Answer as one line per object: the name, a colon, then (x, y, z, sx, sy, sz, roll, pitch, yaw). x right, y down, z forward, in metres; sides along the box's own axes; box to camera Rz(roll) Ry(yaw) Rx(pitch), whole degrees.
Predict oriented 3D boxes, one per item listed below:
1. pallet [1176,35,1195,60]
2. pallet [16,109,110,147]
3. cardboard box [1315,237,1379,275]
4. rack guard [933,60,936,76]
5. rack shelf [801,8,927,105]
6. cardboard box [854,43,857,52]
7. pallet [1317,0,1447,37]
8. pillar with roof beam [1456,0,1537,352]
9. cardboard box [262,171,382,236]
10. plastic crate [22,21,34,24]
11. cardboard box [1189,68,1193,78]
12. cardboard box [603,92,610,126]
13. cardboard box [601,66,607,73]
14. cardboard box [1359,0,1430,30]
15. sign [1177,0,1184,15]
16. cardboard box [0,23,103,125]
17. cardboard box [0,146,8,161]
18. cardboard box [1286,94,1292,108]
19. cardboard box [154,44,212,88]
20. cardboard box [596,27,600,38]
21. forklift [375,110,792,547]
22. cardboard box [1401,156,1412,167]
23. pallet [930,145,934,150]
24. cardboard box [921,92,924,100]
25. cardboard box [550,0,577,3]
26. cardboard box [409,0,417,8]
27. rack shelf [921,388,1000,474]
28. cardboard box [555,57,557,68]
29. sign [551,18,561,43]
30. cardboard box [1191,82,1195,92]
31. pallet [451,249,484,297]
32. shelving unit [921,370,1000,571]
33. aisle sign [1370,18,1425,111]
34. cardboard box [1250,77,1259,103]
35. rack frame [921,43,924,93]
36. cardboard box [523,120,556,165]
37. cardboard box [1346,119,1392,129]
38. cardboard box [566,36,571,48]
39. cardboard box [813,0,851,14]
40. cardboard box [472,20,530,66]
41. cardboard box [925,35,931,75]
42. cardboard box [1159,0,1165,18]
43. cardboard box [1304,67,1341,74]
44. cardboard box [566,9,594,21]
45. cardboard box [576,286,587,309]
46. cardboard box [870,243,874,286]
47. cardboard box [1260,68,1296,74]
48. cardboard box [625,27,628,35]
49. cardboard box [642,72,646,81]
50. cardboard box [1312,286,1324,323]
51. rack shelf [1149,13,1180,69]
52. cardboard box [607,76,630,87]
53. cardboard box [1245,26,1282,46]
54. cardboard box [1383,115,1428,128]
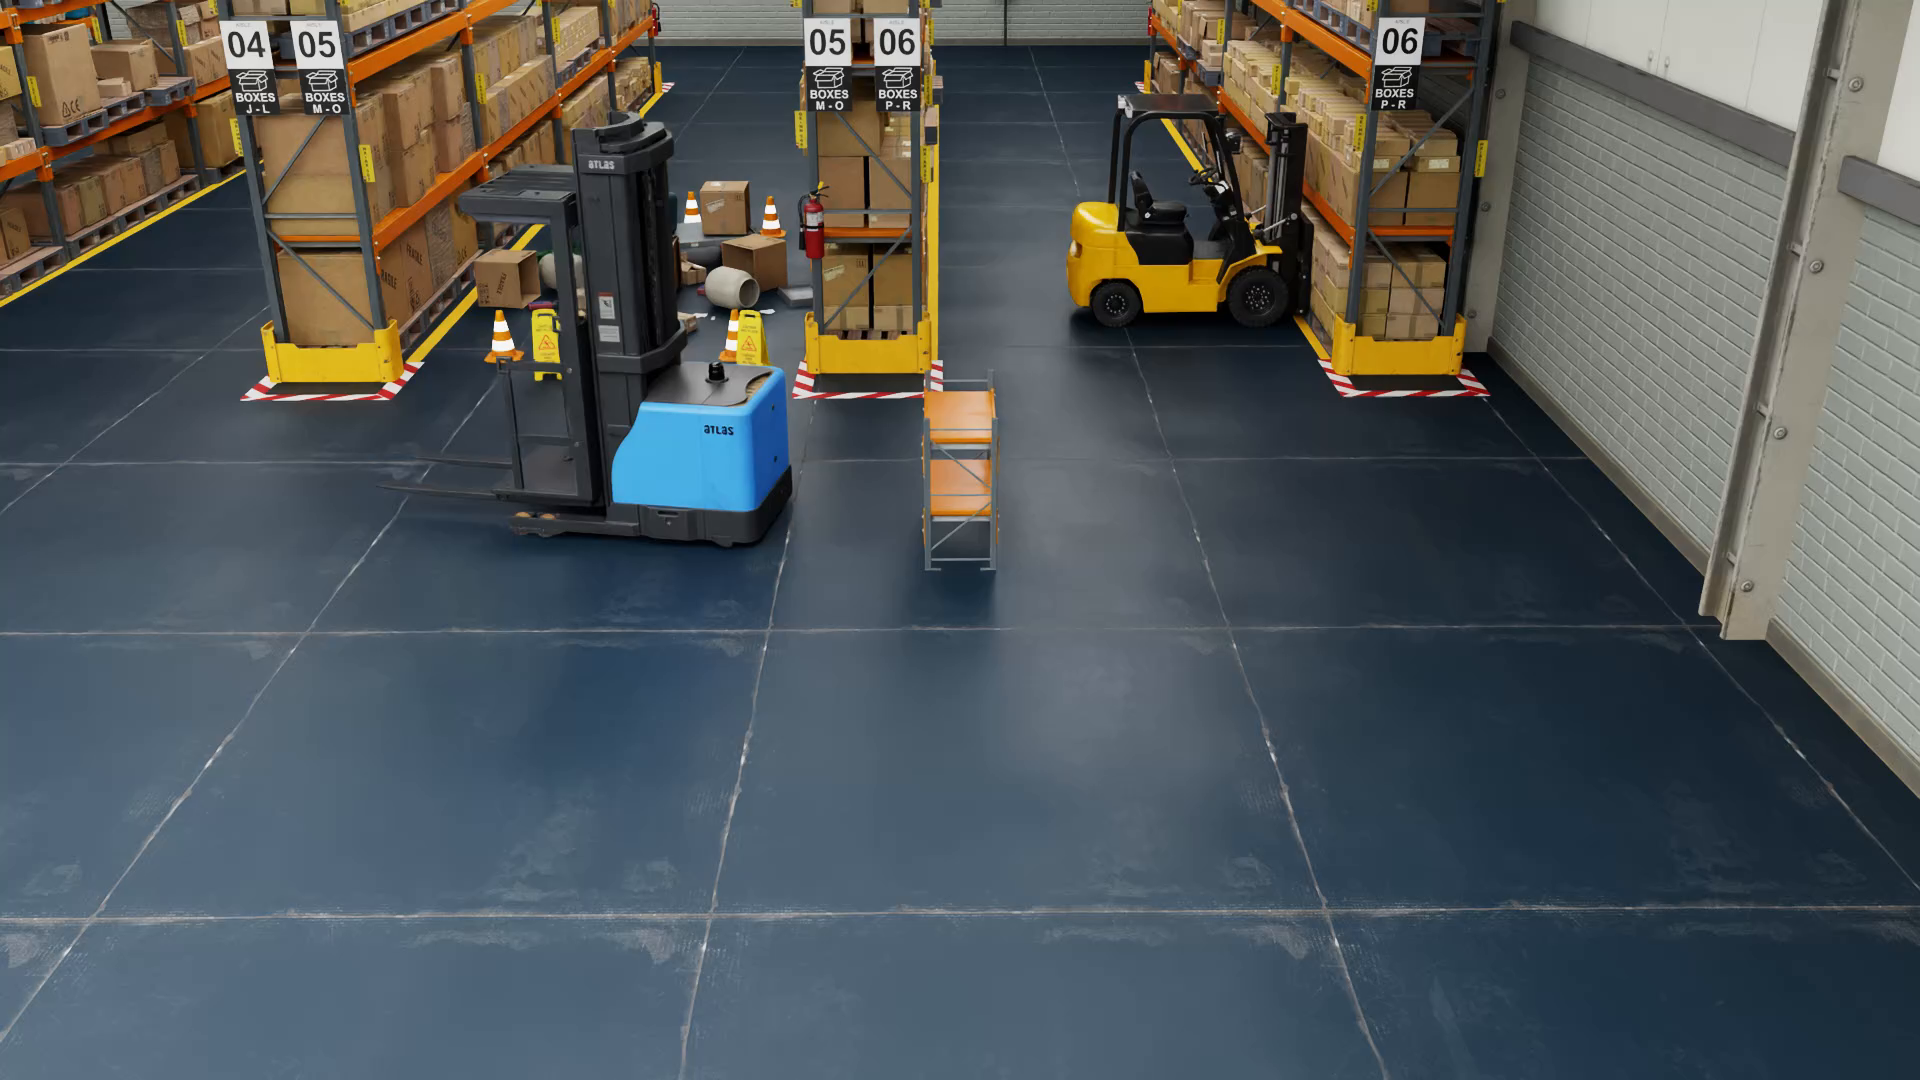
pallet: (3.878, -7.516, 25.345, 1.003, 0.211, 1.213, 0, 24, -1)
pallet: (-10.670, -4.797, 19.332, 1.003, 0.211, 1.213, 0, 24, -1)
cardboard box: (3.781, -2.782, 16.257, 0.500, 0.250, 0.500, 0, 24, 0)
rack guard: (-1.029, -8.429, 30.163, 1.175, 0.500, 0.348, 0, 24, -1)
rack shelf: (-0.876, -4.828, 16.401, 1.077, 0.370, 4.000, 0, 24, -1)
cardboard box: (-1.142, -4.575, 15.274, 0.380, 0.149, 0.250, 0, 24, 1)
pallet: (4.111, -5.111, 16.261, 1.003, 0.211, 1.213, 0, 24, -1)
pillar with roof beam: (0.698, -5.994, 14.466, 9.100, 9.000, 0.400, 0, 24, -1)
cardboard box: (-5.852, -3.122, 15.214, 0.875, 0.550, 0.550, 0, 24, -1)
plastic crate: (-15.612, -8.597, 27.632, 0.416, 0.233, 0.300, 0, 24, -1)
cardboard box: (3.777, -7.268, 25.940, 0.380, 0.149, 0.250, -1, 24, -1)
cardboard box: (-5.674, -6.594, 25.598, 0.500, 0.500, 0.500, -1, 24, -2)
cardboard box: (-6.234, -8.007, 28.424, 0.380, 0.149, 0.250, 1, 24, 2)
cardboard box: (3.861, -4.819, 14.757, 0.500, 0.500, 0.500, 1, 24, 1)
sign: (3.436, -8.322, 25.844, 0.100, 0.325, 0.005, 0, 24, -1)
cardboard box: (-10.676, -5.361, 19.110, 1.000, 1.000, 1.000, 0, 24, 0)
cardboard box: (-10.575, -4.161, 17.997, 0.380, 0.149, 0.250, 0, 24, -1)
cardboard box: (3.806, -4.846, 18.299, 0.380, 0.149, 0.250, -1, 24, -1)
cardboard box: (-10.584, -6.464, 22.664, 0.500, 0.500, 0.500, 0, 24, 1)
cardboard box: (-5.731, -7.760, 25.446, 0.380, 0.149, 0.250, -1, 24, -2)
forklift: (-2.852, -1.564, 12.035, 3.031, 2.935, 1.130, 4, 25, 9)
cardboard box: (4.299, -3.572, 15.483, 0.380, 0.149, 0.250, 0, 24, -1)
pallet: (-0.885, -5.818, 24.740, 1.003, 0.211, 1.213, 0, 24, -1)
cardboard box: (-0.644, -4.612, 18.209, 0.500, 0.500, 0.500, -1, 24, -2)
cardboard box: (-6.209, -8.675, 25.978, 0.500, 0.500, 0.500, -1, 24, -2)
cardboard box: (-5.505, -5.261, 16.159, 0.380, 0.149, 0.250, 0, 24, -1)
rack shelf: (0.000, -0.782, 11.787, 0.538, 0.278, 1.000, 0, 24, -1)
cardboard box: (-5.693, -6.460, 22.571, 0.380, 0.149, 0.250, -1, 24, -1)
sign: (-5.335, -6.729, 21.966, 0.100, 0.325, 0.005, 0, 24, -1)
cardboard box: (3.796, -7.019, 25.749, 0.380, 0.149, 0.250, -1, 24, -2)
pallet: (-5.916, -2.965, 18.433, 1.003, 0.211, 1.213, 0, 24, -1)
shelving unit: (0.000, -0.515, 11.908, 0.538, 1.125, 1.048, 0, 24, -1)
aisle sign: (3.816, -4.145, 14.503, 0.394, 0.787, 0.004, 0, 24, -1)
cardboard box: (3.792, -5.420, 20.053, 0.500, 0.250, 0.500, 0, 24, 0)
rack frame: (-0.898, -4.613, 18.693, 1.000, 3.000, 0.127, 0, 24, -1)
cardboard box: (-5.973, -5.113, 22.018, 1.050, 0.750, 0.750, -1, 24, -1)
cardboard box: (3.902, -3.924, 15.901, 0.380, 0.149, 0.250, 0, 24, 0)
cardboard box: (-5.711, -7.038, 23.490, 0.380, 0.149, 0.250, 0, 24, 0)
cardboard box: (-1.153, -4.719, 14.624, 0.380, 0.149, 0.250, 0, 24, 0)
cardboard box: (-5.888, -6.305, 21.100, 0.700, 0.500, 0.500, -1, 24, -1)
cardboard box: (-0.635, -6.027, 20.827, 0.500, 0.500, 0.500, -2, 24, -4)
cardboard box: (3.685, -9.044, 28.312, 0.500, 0.250, 0.500, -1, 24, -2)
cardboard box: (4.323, -5.546, 19.846, 0.380, 0.149, 0.250, 0, 24, -1)
cardboard box: (-5.730, -7.919, 25.075, 0.380, 0.149, 0.250, -1, 24, -2)
cardboard box: (-3.986, -2.604, 17.568, 0.396, 0.266, 0.258, 4, 25, 9)
cardboard box: (-1.133, -2.789, 16.577, 0.500, 0.500, 0.500, 1, 24, 1)
cardboard box: (3.793, -5.541, 19.837, 0.380, 0.149, 0.250, -1, 24, -2)
cardboard box: (-5.673, -8.392, 27.353, 0.380, 0.149, 0.250, 1, 24, 2)
cardboard box: (-5.679, -8.092, 28.973, 0.380, 0.149, 0.250, -1, 24, -3)
cardboard box: (3.792, -2.324, 16.460, 0.500, 0.250, 0.500, 0, 24, -1)
rack shelf: (3.956, -8.430, 28.005, 1.077, 0.370, 4.000, 0, 24, -1)
cardboard box: (-5.673, -7.583, 27.487, 0.380, 0.149, 0.250, 0, 24, 1)
cardboard box: (4.173, -6.735, 22.754, 0.500, 0.500, 0.500, 1, 24, 2)
cardboard box: (4.317, -4.032, 16.139, 0.380, 0.149, 0.250, 0, 24, 1)
